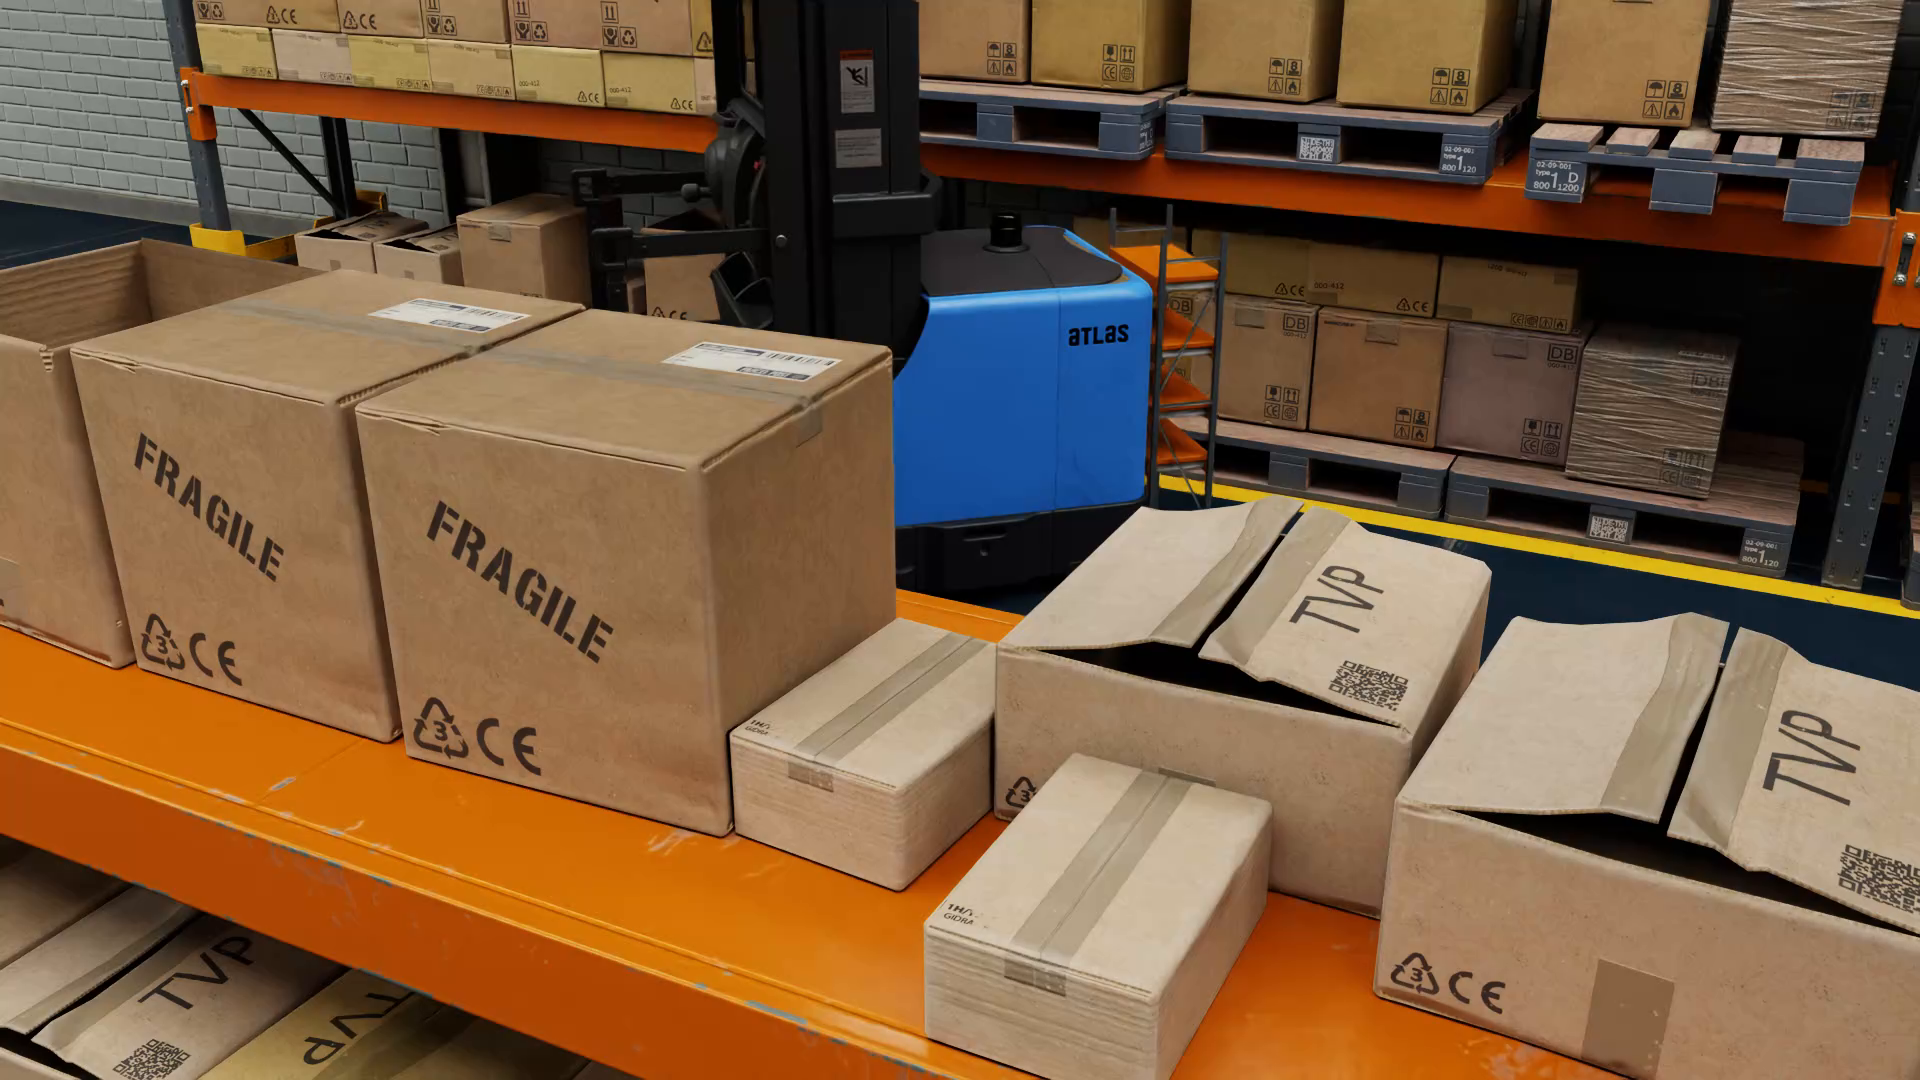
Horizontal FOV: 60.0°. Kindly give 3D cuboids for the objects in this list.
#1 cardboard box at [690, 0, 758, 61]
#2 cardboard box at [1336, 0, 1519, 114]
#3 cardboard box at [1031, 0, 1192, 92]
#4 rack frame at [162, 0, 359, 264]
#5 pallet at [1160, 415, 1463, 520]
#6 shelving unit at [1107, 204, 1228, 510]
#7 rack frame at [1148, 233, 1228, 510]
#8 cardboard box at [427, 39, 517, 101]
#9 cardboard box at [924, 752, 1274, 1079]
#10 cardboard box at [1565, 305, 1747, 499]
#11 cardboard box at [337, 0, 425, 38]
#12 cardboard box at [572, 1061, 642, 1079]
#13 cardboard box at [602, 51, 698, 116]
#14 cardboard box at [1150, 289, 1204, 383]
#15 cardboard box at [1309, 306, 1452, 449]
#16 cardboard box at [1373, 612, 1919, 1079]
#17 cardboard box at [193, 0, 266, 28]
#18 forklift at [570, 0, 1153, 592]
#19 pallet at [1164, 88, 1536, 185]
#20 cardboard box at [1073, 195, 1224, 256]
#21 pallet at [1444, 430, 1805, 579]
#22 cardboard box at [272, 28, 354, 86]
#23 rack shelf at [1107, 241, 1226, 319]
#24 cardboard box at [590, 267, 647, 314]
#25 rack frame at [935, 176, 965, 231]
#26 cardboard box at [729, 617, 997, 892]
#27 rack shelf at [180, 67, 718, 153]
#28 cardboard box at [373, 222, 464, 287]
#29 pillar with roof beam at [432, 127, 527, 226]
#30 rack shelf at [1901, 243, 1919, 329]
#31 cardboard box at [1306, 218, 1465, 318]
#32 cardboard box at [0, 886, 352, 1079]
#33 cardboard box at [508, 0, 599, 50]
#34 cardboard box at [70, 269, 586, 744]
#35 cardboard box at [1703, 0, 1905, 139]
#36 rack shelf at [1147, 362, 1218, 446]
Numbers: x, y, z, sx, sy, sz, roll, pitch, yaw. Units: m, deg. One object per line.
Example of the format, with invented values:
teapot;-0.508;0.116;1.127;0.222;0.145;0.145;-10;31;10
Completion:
cardboard box;-0.814;-2.348;7.145;0.500;0.500;0.500;11;25;24
cardboard box;1.771;-1.921;6.244;0.500;0.500;0.700;11;25;25
cardboard box;0.682;-2.132;6.741;0.500;0.500;0.700;14;27;30
rack frame;-3.822;-2.793;8.985;0.127;3.000;1.000;11;25;25
pallet;1.536;-0.452;7.043;1.213;0.211;1.003;11;25;25
shelving unit;0.724;-0.566;6.046;0.258;1.200;0.503;-6;24;-14
rack frame;0.789;-0.474;5.830;0.240;1.200;0.015;-6;24;-14
cardboard box;-2.158;-2.268;7.915;0.500;0.250;0.500;11;26;25
cardboard box;0.158;0.403;1.789;0.250;0.149;0.380;11;25;25
cardboard box;2.651;-0.542;6.323;0.500;0.500;0.700;12;26;25
cardboard box;-2.637;-2.705;7.986;0.500;0.500;0.500;10;25;23
cardboard box;-0.409;0.978;2.377;0.500;0.311;0.500;11;25;24
cardboard box;-1.253;-2.096;7.511;0.500;0.250;0.500;11;26;25
cardboard box;0.895;-0.941;7.262;0.500;0.500;0.700;11;25;24
cardboard box;1.787;-0.751;6.815;0.500;0.500;0.700;11;25;24
cardboard box;0.780;0.312;1.798;0.500;0.311;0.500;13;26;28
cardboard box;-3.532;-2.889;8.419;0.500;0.500;0.500;11;25;25
forklift;-0.914;-1.239;5.417;3.031;2.935;1.130;-6;24;-14
pallet;1.532;-1.628;6.489;1.213;0.211;1.003;11;25;25
cardboard box;0.806;-1.283;7.109;0.500;0.250;0.500;11;25;23
pallet;2.620;-0.236;6.535;1.213;0.211;1.003;11;25;25
cardboard box;-3.060;-2.450;8.343;0.500;0.250;0.500;10;25;23
rack shelf;0.724;-0.927;5.893;0.258;0.148;0.480;-6;24;-14
cardboard box;-1.671;-1.267;8.477;0.250;0.149;0.380;9;25;20
rack frame;-0.253;-2.087;7.324;0.127;3.000;1.000;11;25;25
cardboard box;-0.078;0.260;2.126;0.250;0.149;0.380;13;26;28
rack shelf;-2.038;-2.109;8.296;4.000;0.370;1.077;11;25;25
cardboard box;-2.737;-1.504;8.827;0.500;0.311;0.500;14;27;29
pillar with roof beam;-4.750;-4.229;4.695;0.400;9.000;9.100;11;25;25
rack shelf;5.102;-0.696;4.974;4.000;0.370;1.077;11;25;25
cardboard box;1.709;-1.098;6.674;0.500;0.250;0.500;11;25;24
cardboard box;-1.321;0.799;2.799;0.500;0.311;0.500;10;25;23
cardboard box;-1.707;-2.526;7.566;0.500;0.500;0.500;10;25;23
cardboard box;-0.889;-0.079;2.476;0.500;0.500;0.500;11;25;25
cardboard box;2.893;-1.709;5.745;0.500;0.500;0.700;8;24;18
rack shelf;0.724;-0.504;6.073;0.258;0.148;0.480;-6;24;-14
